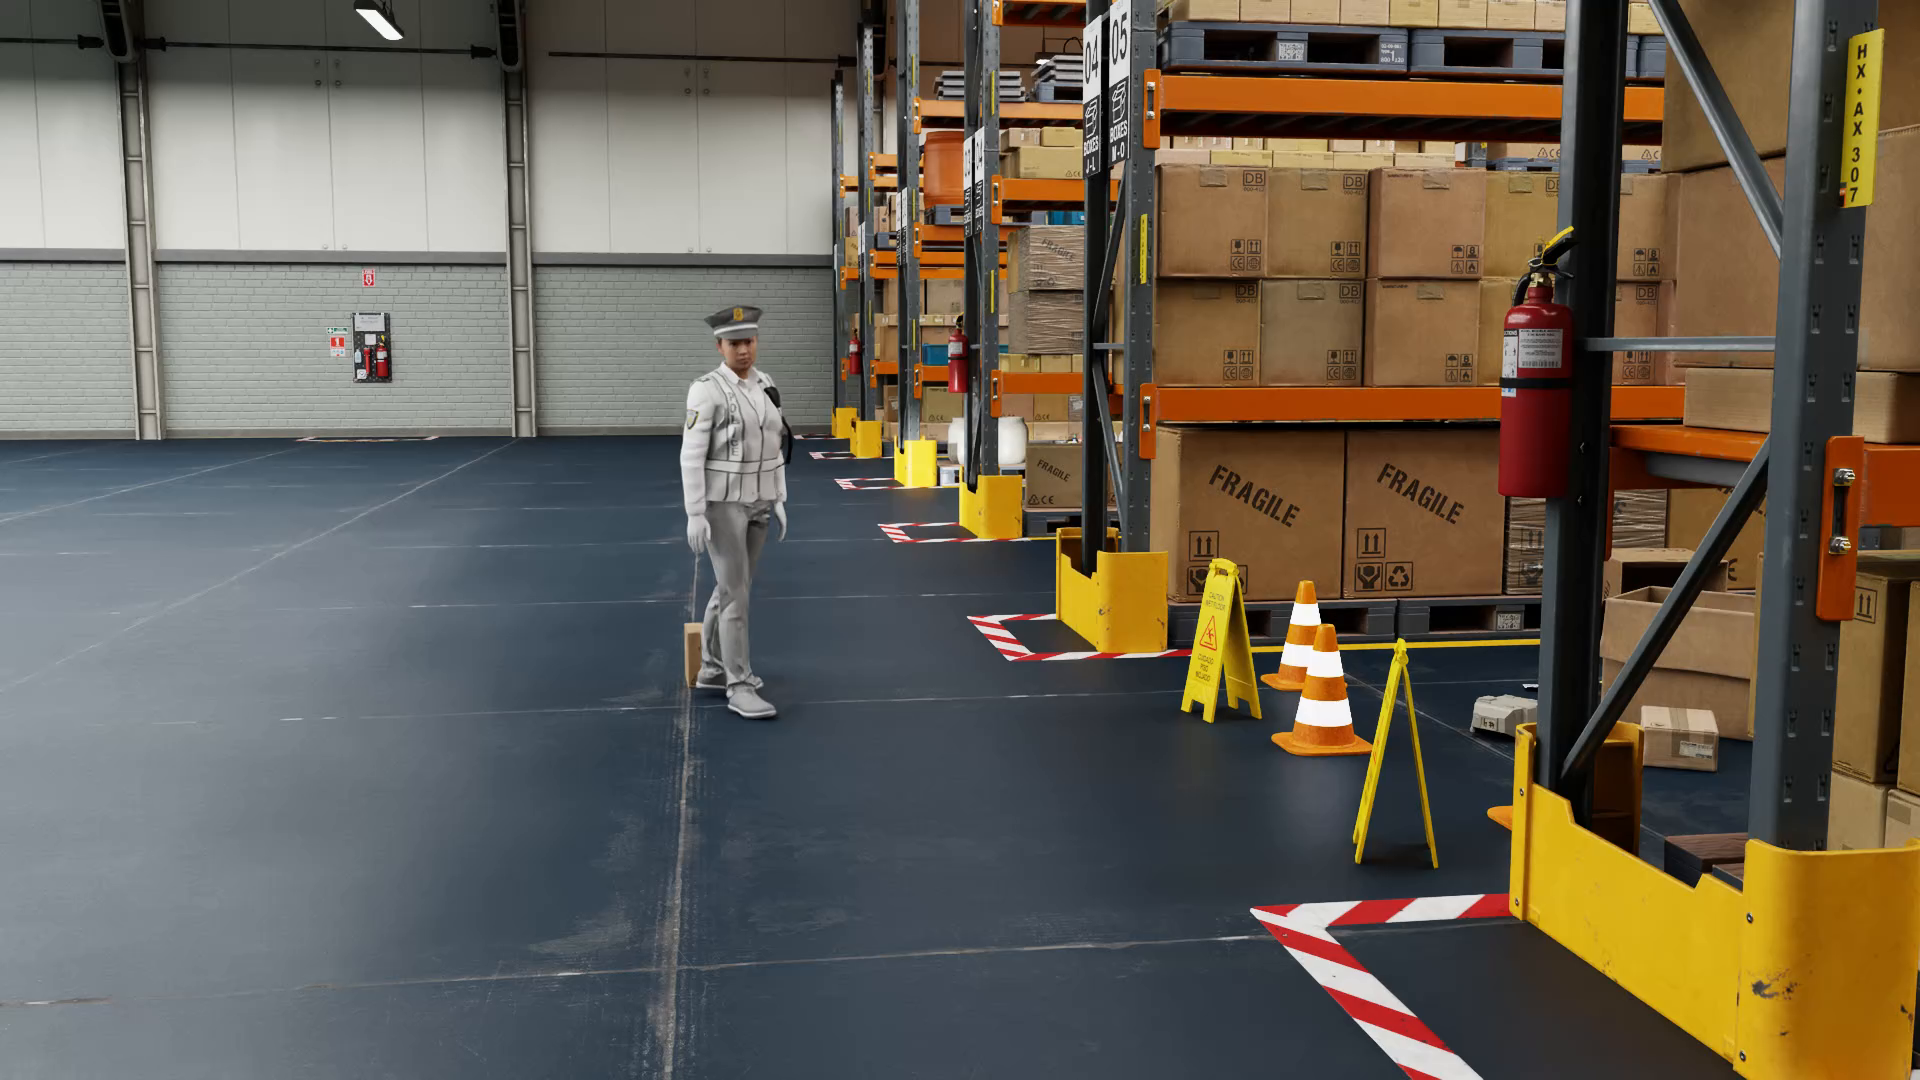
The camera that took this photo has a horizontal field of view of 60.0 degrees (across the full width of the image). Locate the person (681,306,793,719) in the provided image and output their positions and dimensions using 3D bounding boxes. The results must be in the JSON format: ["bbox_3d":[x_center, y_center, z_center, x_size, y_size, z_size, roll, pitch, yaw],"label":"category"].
[{"bbox_3d":[-0.930,-0.129,6.898,0.590,1.665,0.507,5,8,35],"label":"person"}]
